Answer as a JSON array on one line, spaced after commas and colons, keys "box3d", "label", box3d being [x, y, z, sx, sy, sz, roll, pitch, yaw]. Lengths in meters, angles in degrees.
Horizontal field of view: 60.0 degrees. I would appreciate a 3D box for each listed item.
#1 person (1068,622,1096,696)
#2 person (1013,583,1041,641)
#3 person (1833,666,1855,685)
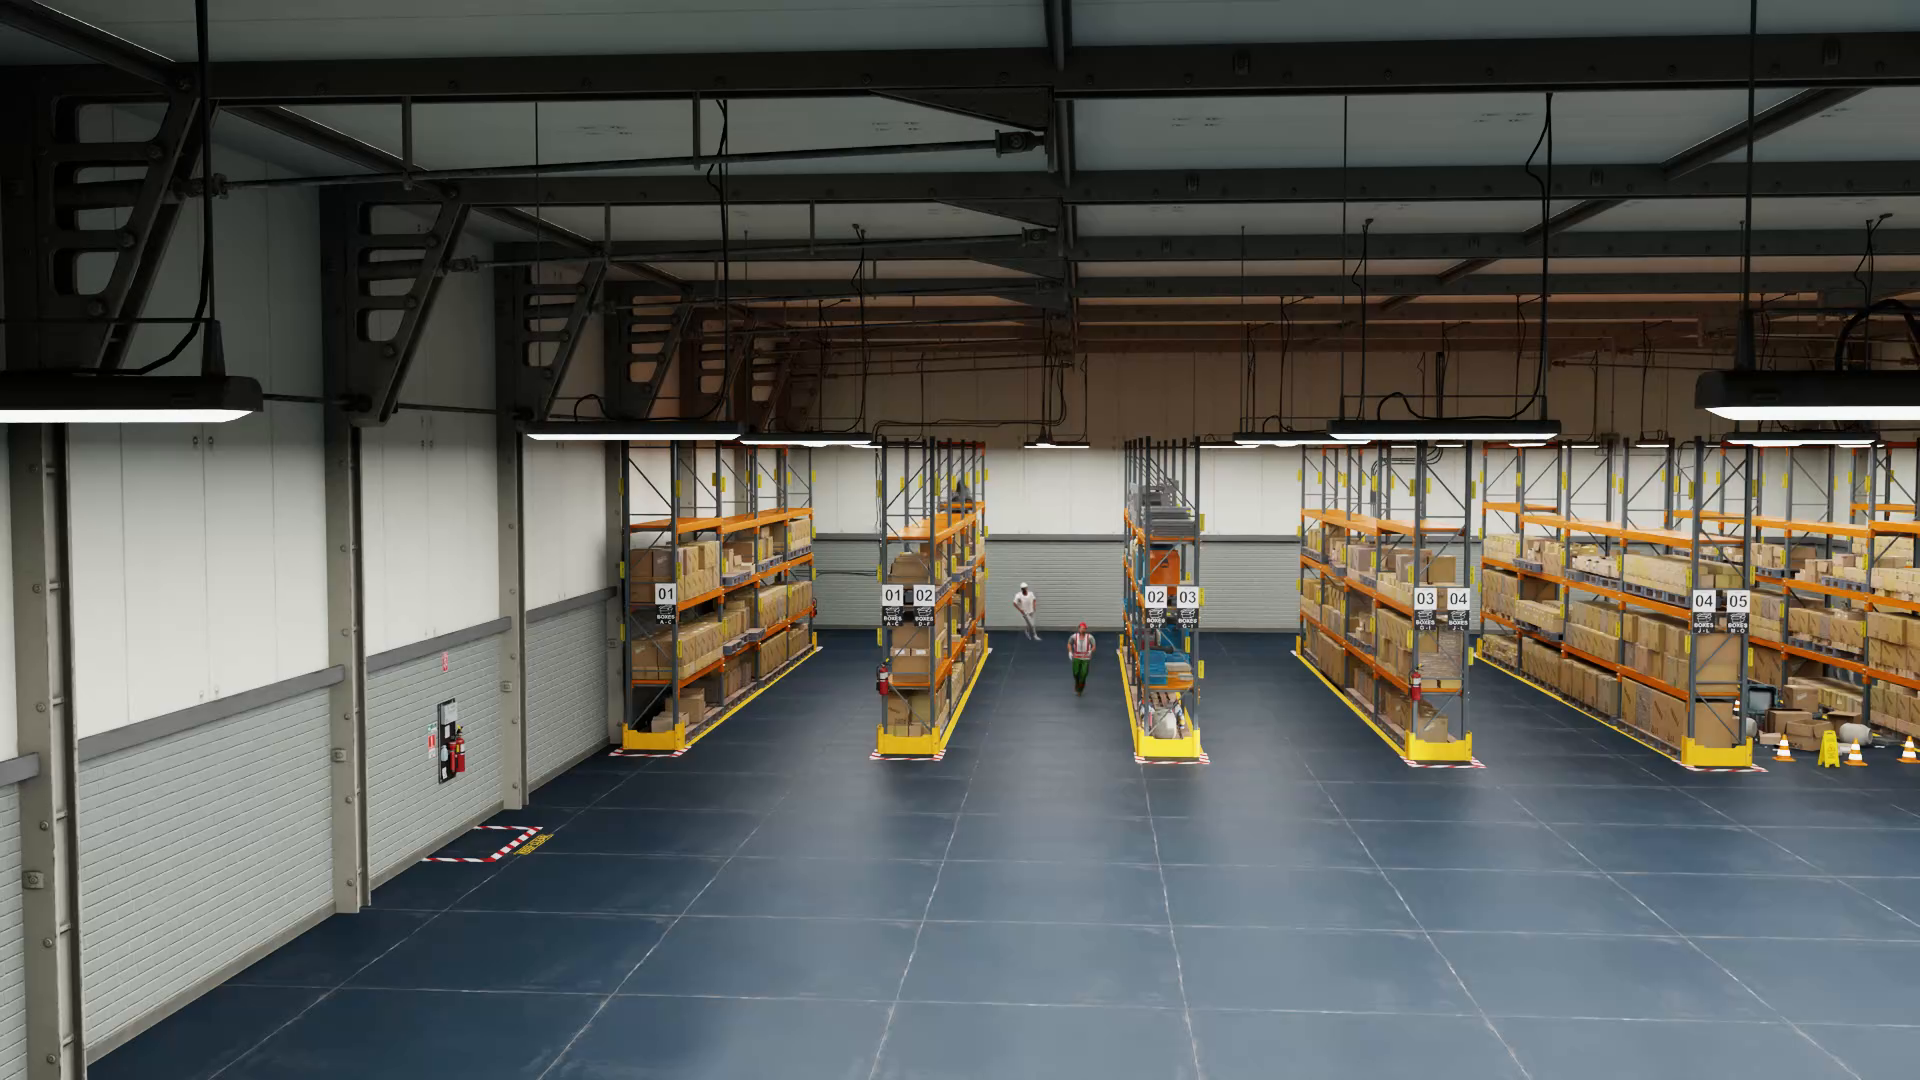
[{"box3d": [2.833, 2.782, 38.710, 0.665, 1.737, 0.569, 0, 3, 6], "label": "person"}, {"box3d": [1.876, 2.073, 47.742, 0.720, 1.701, 0.669, -2, 3, -28], "label": "person"}, {"box3d": [21.120, 2.743, 39.728, 0.596, 1.740, 0.720, 0, 3, -1], "label": "person"}]
